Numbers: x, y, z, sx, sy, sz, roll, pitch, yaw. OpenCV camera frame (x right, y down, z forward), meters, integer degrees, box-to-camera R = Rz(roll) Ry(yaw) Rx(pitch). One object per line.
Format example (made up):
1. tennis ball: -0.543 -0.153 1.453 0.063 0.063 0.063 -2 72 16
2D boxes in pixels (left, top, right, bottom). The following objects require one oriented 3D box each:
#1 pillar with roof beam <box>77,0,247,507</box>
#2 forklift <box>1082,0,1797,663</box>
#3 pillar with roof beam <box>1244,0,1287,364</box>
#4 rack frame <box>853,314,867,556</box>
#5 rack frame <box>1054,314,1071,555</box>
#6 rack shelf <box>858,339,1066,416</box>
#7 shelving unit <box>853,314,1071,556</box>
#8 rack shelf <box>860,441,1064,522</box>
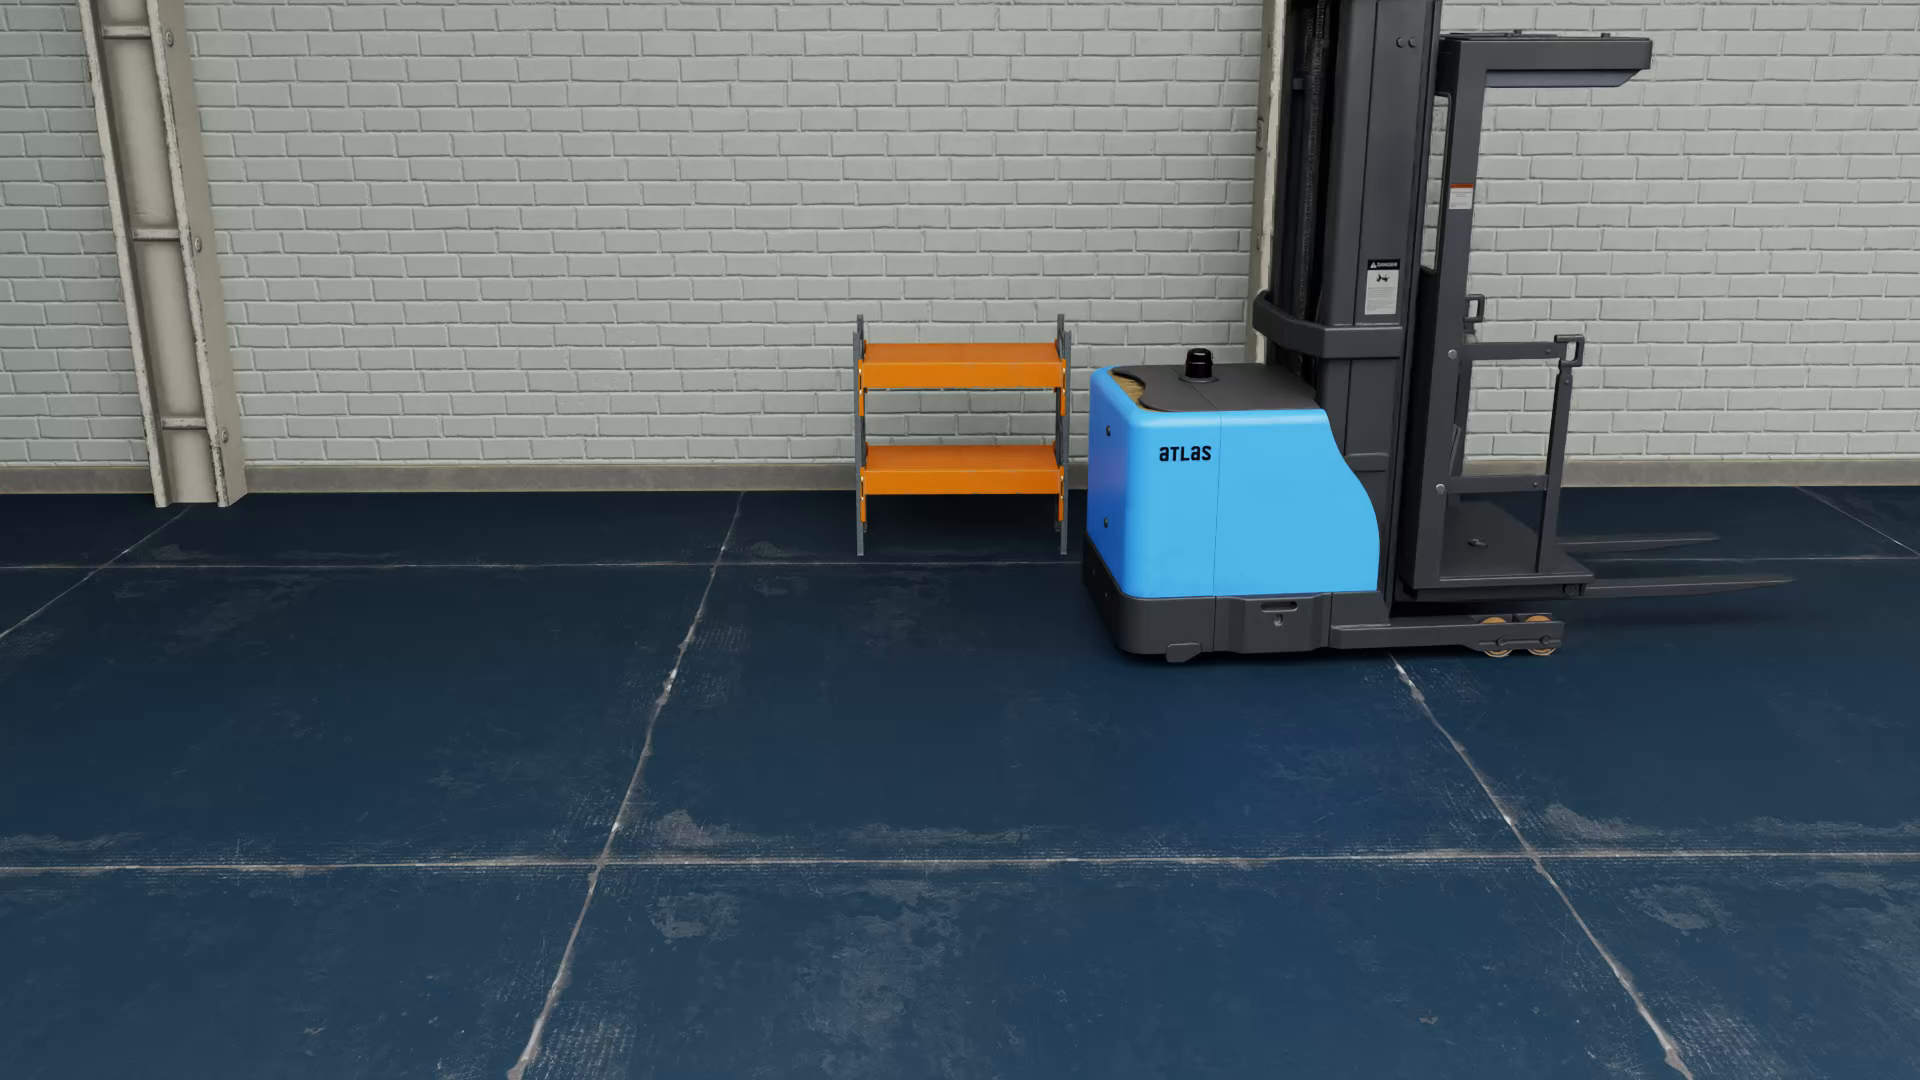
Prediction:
1. pillar with roof beam: -4.146 -3.198 3.786 0.400 9.000 9.100 0 18 -1
2. forklift: 2.121 -1.060 7.053 3.031 2.935 1.130 -2 18 -6
3. pillar with roof beam: 1.853 -3.227 3.876 0.400 9.000 9.100 0 18 -1
4. rack frame: -0.502 -0.533 8.368 0.032 1.125 0.500 0 18 -1
5. rack frame: 0.515 -0.538 8.384 0.032 1.125 0.500 0 18 -1
6. rack shelf: 0.007 -0.814 8.286 1.000 0.278 0.538 0 18 -1
7. shelving unit: 0.007 -0.536 8.376 1.048 1.125 0.538 0 18 -1
8. rack shelf: 0.007 -0.303 8.451 1.000 0.278 0.538 0 18 -1
